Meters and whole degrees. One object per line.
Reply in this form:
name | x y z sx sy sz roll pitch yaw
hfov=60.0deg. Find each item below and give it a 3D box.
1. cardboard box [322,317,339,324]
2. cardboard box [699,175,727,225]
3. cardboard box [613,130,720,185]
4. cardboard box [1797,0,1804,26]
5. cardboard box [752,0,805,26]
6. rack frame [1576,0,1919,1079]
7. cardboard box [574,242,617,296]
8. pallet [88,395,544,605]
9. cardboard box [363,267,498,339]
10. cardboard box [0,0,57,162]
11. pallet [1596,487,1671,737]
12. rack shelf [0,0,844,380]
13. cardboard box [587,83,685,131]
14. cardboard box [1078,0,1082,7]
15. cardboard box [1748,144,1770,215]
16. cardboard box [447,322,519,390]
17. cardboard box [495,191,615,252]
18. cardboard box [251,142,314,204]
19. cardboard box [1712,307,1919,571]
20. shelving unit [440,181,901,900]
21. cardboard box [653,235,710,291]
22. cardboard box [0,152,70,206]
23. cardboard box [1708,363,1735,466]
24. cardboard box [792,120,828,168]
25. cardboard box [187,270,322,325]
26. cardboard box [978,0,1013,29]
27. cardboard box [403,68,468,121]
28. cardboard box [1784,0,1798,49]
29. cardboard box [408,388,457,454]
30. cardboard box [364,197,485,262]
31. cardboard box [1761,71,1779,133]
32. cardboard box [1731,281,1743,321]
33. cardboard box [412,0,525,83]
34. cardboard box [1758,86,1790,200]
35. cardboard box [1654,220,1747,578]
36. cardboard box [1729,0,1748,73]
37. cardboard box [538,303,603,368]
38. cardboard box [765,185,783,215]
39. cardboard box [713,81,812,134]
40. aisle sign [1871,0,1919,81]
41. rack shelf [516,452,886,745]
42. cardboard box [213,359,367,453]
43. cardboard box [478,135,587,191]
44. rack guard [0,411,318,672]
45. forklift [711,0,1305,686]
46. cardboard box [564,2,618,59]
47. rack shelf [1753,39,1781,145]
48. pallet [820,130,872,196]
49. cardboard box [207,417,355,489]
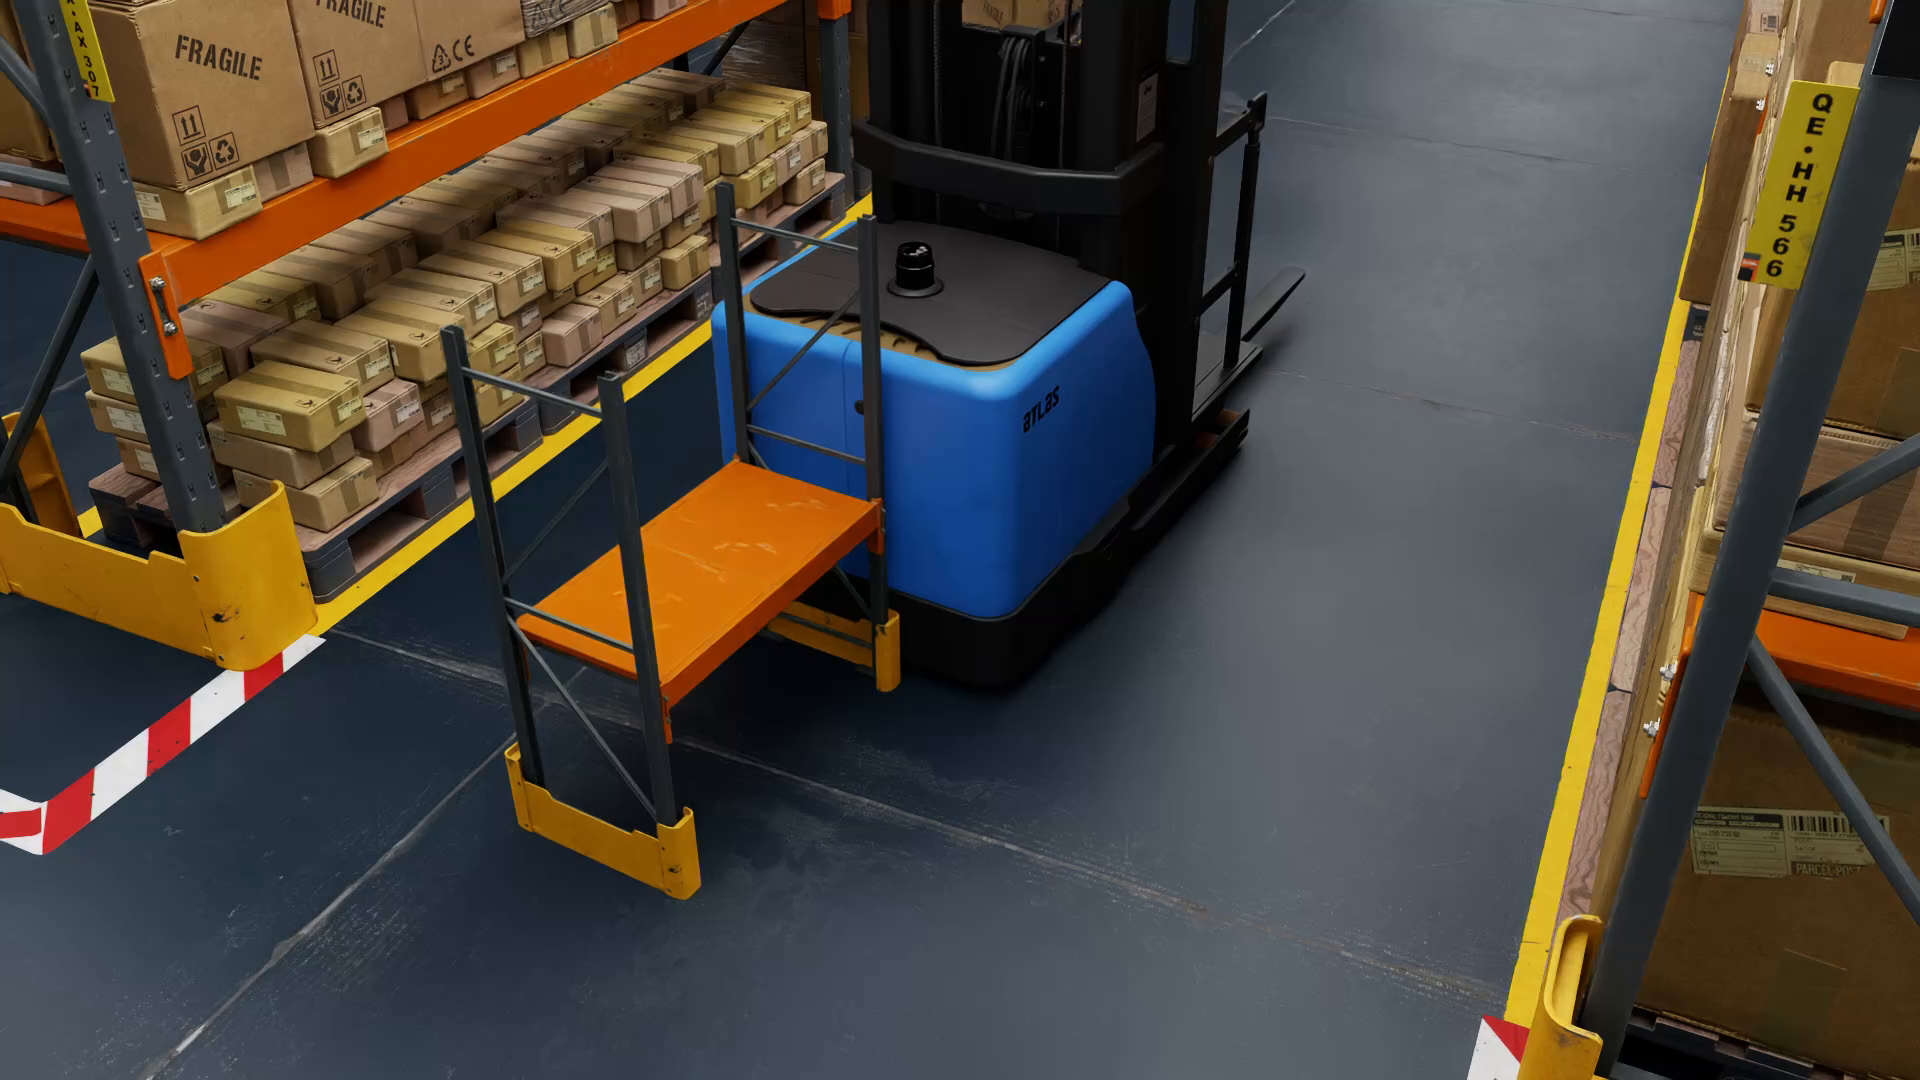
cardboard box | -2.296 -0.823 6.216 0.380 0.149 0.250 14 36 20
cardboard box | -1.241 -1.510 7.263 0.380 0.149 0.250 15 36 21
cardboard box | -1.266 -1.632 7.177 0.380 0.149 0.250 15 36 22
cardboard box | 2.811 -1.773 4.901 0.500 0.500 0.500 14 36 20
cardboard box | -0.924 -2.883 8.623 0.500 0.250 0.500 13 36 19
rack frame | 1.781 0.170 2.755 0.949 2.616 0.053 14 36 20
cardboard box | -1.610 -1.127 6.679 0.380 0.149 0.250 16 36 23
pallet | -2.275 -0.286 5.993 1.003 0.211 1.213 14 36 20
cardboard box | -1.895 -0.836 5.964 0.380 0.149 0.250 12 35 18
cardboard box | -2.725 -1.467 4.889 0.500 0.500 0.500 15 36 21
pallet | 2.559 0.315 5.077 1.003 0.211 1.213 14 36 20
rack shelf | -1.842 -1.713 6.283 1.077 0.370 4.000 14 36 20
cardboard box | -1.507 -1.994 7.730 0.380 0.149 0.250 16 36 23
cardboard box | 0.630 -3.745 10.622 0.500 0.500 0.500 14 36 20
cardboard box | 2.489 -1.000 4.768 0.380 0.149 0.250 15 36 21
cardboard box | -1.833 -0.696 6.022 0.380 0.149 0.250 15 36 22
cardboard box | -1.600 -1.240 6.580 0.380 0.149 0.250 14 36 21
cardboard box | -2.177 -1.135 4.974 0.380 0.149 0.250 15 36 22
cardboard box | 1.745 -0.193 3.175 0.500 0.250 0.500 14 36 20
shelving unit | -0.697 -0.023 4.418 0.587 1.500 1.083 18 37 25
cardboard box | -1.293 -1.204 7.068 0.380 0.149 0.250 14 36 20
cardboard box | -2.799 -1.140 4.982 0.380 0.149 0.250 14 36 21
cardboard box | 1.847 -0.233 3.598 0.380 0.149 0.250 14 36 21
cardboard box | -0.849 -1.888 7.839 0.380 0.149 0.250 15 36 21
cardboard box | -2.538 -0.842 5.973 0.380 0.149 0.250 13 36 19
cardboard box | -0.029 -2.975 9.448 0.500 0.500 0.500 15 36 21
cardboard box | -1.896 -1.547 5.602 0.380 0.149 0.250 14 36 20
cardboard box | 3.023 -1.709 5.487 0.500 0.250 0.500 14 36 20
cardboard box | -2.036 -0.463 5.937 0.380 0.149 0.250 15 36 21
cardboard box | -2.099 -1.209 6.532 0.380 0.149 0.250 13 35 19
cardboard box | 2.812 -1.383 5.353 0.380 0.149 0.250 15 36 22
cardboard box | 2.167 -0.616 4.182 0.380 0.149 0.250 14 36 21
cardboard box | -1.823 -1.858 5.485 0.500 0.500 0.500 15 36 21
cardboard box | 2.385 -0.960 4.344 0.500 0.250 0.500 14 36 21
cardboard box | 2.732 -0.350 5.103 0.875 0.875 0.875 14 36 20
cardboard box | 4.823 -2.762 8.781 1.225 0.875 0.875 13 35 18
cardboard box | -1.626 -0.818 6.479 0.380 0.149 0.250 12 35 18
cardboard box | -1.045 -1.610 7.686 0.380 0.149 0.250 15 36 22
cardboard box | -0.918 -2.005 7.747 0.380 0.149 0.250 15 36 22
aisle sign | 1.481 -0.950 2.092 0.394 0.787 0.004 14 36 20
rack shelf | -0.692 0.123 4.523 0.538 0.185 1.000 18 37 25
cardboard box | -2.151 -0.433 5.349 0.380 0.149 0.250 13 35 18
cardboard box | -1.837 -1.614 7.150 0.380 0.149 0.250 15 36 21
rack guard | -2.647 -0.010 5.310 1.175 0.500 0.348 14 36 20
forklift | 0.428 -1.572 5.474 1.130 2.935 3.031 18 37 25
cardboard box | -1.501 -1.914 6.162 0.380 0.149 0.250 15 36 21
rack shelf | 4.294 -2.517 7.509 1.077 0.370 4.000 14 36 20
pallet | -0.681 -2.232 8.961 1.003 0.211 1.213 14 36 20
cardboard box | -2.227 -0.327 5.460 0.380 0.149 0.250 16 36 22
